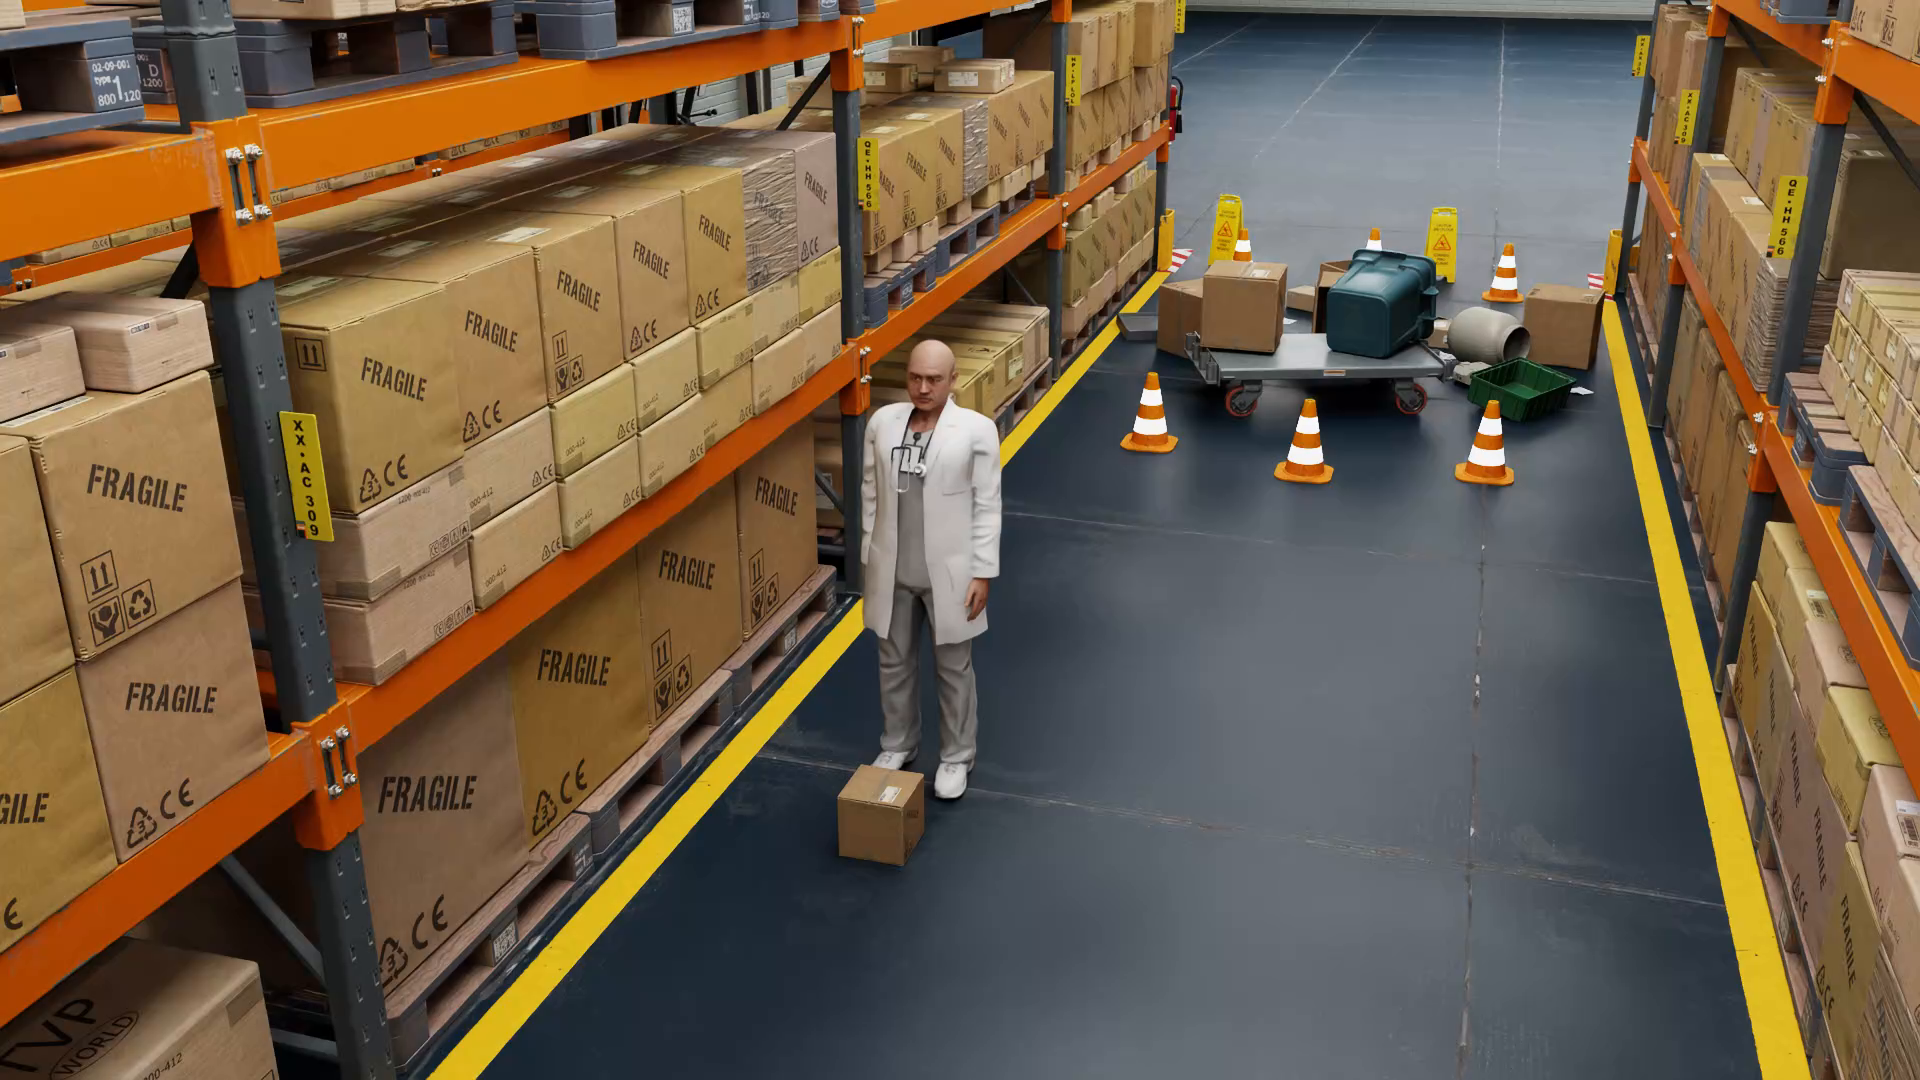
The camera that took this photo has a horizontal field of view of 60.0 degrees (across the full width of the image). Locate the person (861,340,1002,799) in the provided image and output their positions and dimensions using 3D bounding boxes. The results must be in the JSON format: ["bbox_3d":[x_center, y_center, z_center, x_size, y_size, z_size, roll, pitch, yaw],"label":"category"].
[{"bbox_3d":[-0.120,0.122,6.303,0.561,1.781,0.377,7,23,17],"label":"person"}]
